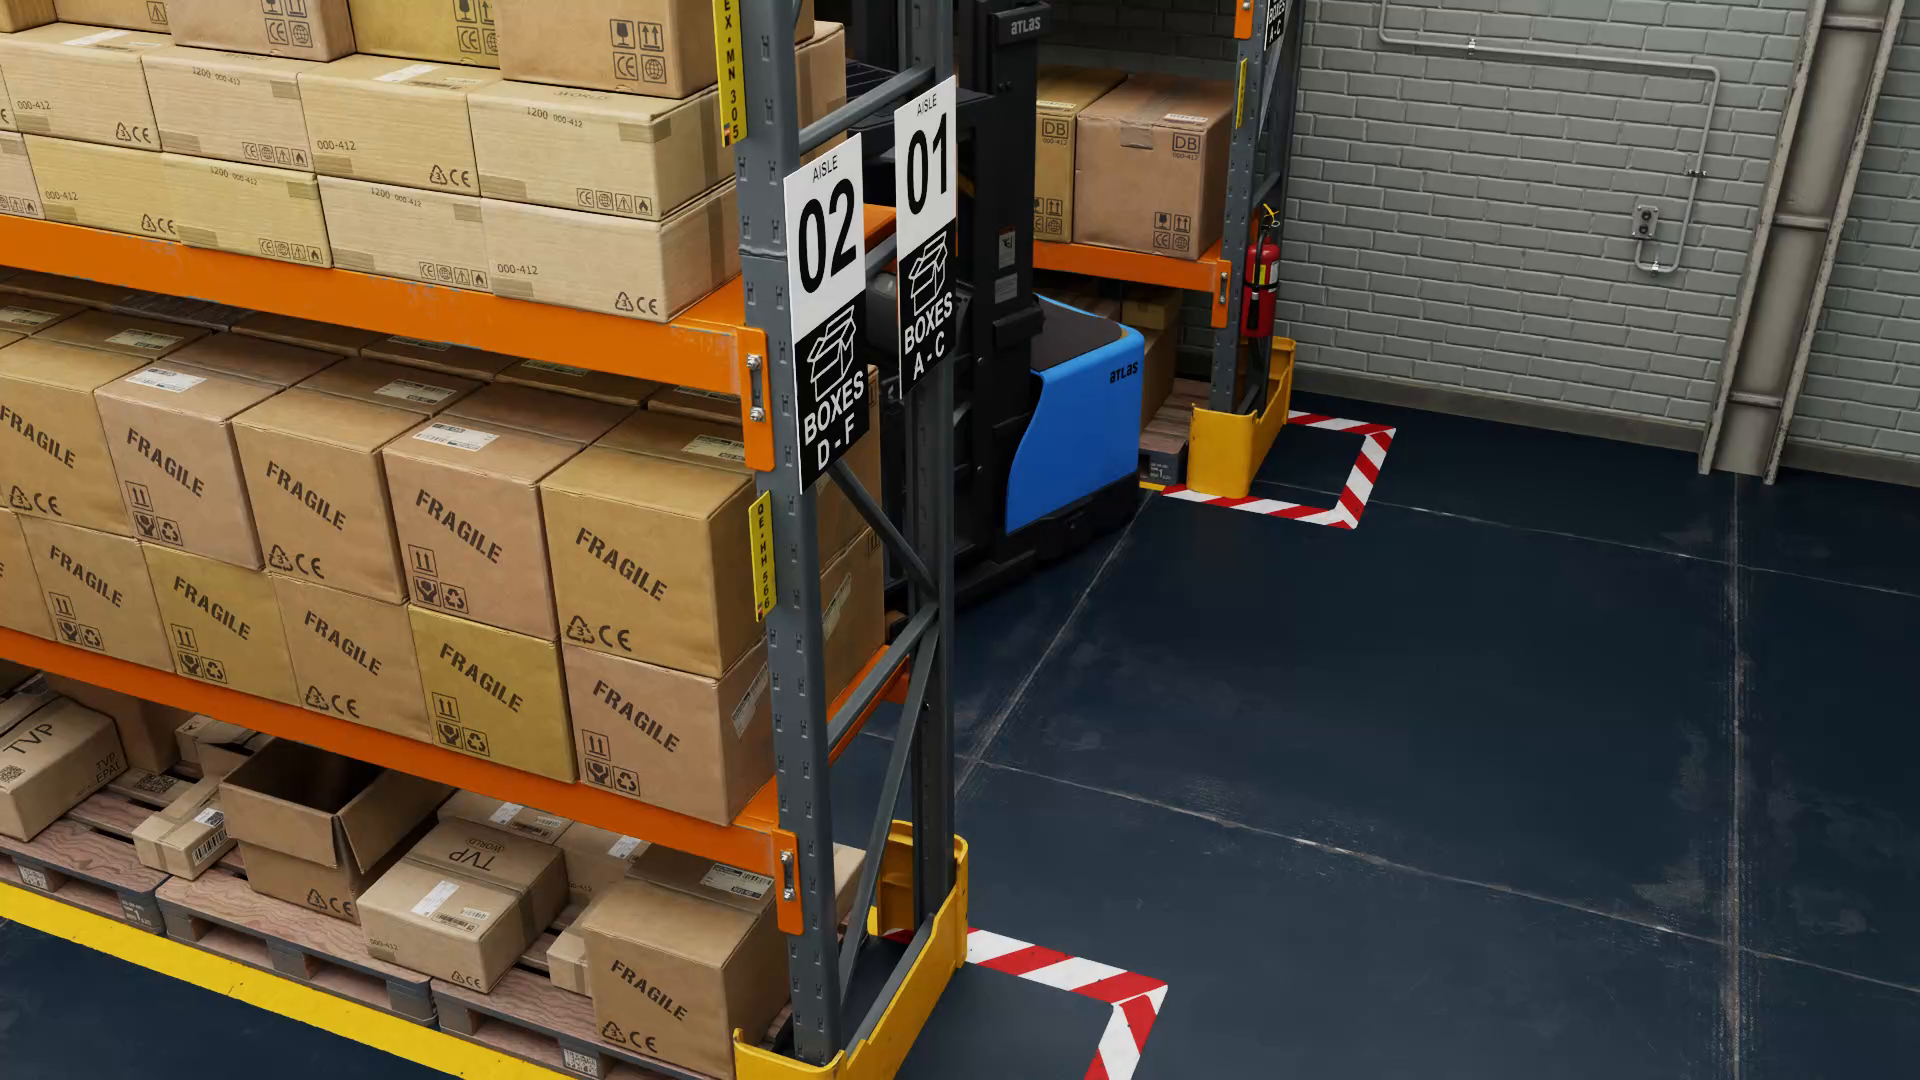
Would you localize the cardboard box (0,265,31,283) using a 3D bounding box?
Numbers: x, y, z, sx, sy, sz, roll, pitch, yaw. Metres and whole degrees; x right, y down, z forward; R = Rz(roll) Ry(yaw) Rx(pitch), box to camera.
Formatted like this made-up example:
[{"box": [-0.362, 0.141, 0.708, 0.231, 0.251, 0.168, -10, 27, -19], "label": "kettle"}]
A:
[{"box": [-3.402, -0.808, 6.014, 0.500, 0.500, 0.500, 11, 31, 19], "label": "cardboard box"}]

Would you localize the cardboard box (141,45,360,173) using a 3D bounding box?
[{"box": [-1.759, -1.188, 4.400, 0.500, 0.250, 0.500, 11, 31, 19], "label": "cardboard box"}]

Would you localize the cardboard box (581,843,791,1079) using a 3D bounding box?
[{"box": [-0.858, 1.344, 5.418, 0.500, 0.500, 0.500, 11, 31, 19], "label": "cardboard box"}]

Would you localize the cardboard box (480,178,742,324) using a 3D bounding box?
[{"box": [-0.837, -0.780, 4.186, 0.500, 0.250, 0.500, 11, 31, 19], "label": "cardboard box"}]

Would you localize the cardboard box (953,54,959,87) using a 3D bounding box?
[{"box": [-0.260, -2.319, 9.500, 0.700, 0.700, 0.980, 10, 31, 17], "label": "cardboard box"}]

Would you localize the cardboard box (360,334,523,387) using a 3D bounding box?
[{"box": [-1.523, -0.434, 5.352, 0.500, 0.500, 0.500, 12, 32, 20], "label": "cardboard box"}]

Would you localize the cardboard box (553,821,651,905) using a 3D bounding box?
[{"box": [-1.122, 1.118, 6.071, 0.500, 0.250, 0.500, 11, 31, 19], "label": "cardboard box"}]

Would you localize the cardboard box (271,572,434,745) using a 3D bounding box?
[{"box": [-1.721, 0.244, 5.169, 0.500, 0.500, 0.500, 12, 31, 20], "label": "cardboard box"}]

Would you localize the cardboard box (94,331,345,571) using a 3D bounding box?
[{"box": [-2.204, -0.283, 5.084, 0.500, 0.500, 0.500, 12, 32, 21], "label": "cardboard box"}]

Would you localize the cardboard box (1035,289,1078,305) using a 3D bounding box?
[{"box": [0.487, -1.273, 9.408, 0.250, 0.149, 0.380, 12, 32, 20], "label": "cardboard box"}]

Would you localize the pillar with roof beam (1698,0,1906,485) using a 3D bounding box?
[{"box": [2.806, -2.368, 3.794, 0.400, 9.000, 9.100, 11, 31, 19], "label": "pillar with roof beam"}]

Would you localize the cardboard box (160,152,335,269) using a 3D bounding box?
[{"box": [-1.764, -0.964, 4.512, 0.500, 0.250, 0.500, 11, 31, 19], "label": "cardboard box"}]

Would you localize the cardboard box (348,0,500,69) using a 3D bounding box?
[{"box": [-1.175, -1.568, 4.310, 0.500, 0.500, 0.700, 11, 31, 19], "label": "cardboard box"}]

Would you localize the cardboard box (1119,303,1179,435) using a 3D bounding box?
[{"box": [0.911, -1.003, 9.589, 0.500, 0.500, 0.700, 11, 31, 19], "label": "cardboard box"}]

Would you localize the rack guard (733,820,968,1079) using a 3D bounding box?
[{"box": [-0.332, 1.509, 5.572, 0.348, 0.500, 1.175, 11, 31, 19], "label": "rack guard"}]

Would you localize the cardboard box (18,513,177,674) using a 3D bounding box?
[{"box": [-2.660, 0.057, 5.499, 0.500, 0.500, 0.500, 11, 31, 19], "label": "cardboard box"}]

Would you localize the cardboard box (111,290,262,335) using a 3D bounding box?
[{"box": [-2.459, -0.621, 5.683, 0.500, 0.500, 0.500, 12, 31, 20], "label": "cardboard box"}]

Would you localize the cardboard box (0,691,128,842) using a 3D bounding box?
[{"box": [-3.660, 0.850, 6.482, 0.500, 0.311, 0.500, 11, 31, 19], "label": "cardboard box"}]

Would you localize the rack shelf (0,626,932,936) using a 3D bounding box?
[{"box": [-2.115, 0.378, 5.763, 4.000, 0.370, 1.077, 11, 31, 19], "label": "rack shelf"}]

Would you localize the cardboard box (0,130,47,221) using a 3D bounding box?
[{"box": [-2.686, -1.155, 4.849, 0.500, 0.250, 0.500, 11, 31, 19], "label": "cardboard box"}]

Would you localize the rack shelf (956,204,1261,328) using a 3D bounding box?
[{"box": [-0.256, -1.881, 9.761, 4.000, 0.370, 1.077, 11, 31, 19], "label": "rack shelf"}]

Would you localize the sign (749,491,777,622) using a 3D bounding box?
[{"box": [-0.489, 0.043, 4.128, 0.005, 0.325, 0.100, 11, 31, 19], "label": "sign"}]

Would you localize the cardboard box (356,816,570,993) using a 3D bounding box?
[{"box": [-1.727, 1.263, 5.814, 0.500, 0.250, 0.500, 11, 31, 19], "label": "cardboard box"}]

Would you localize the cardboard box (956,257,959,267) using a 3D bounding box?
[{"box": [-0.073, -1.587, 9.964, 0.250, 0.149, 0.380, 12, 31, 20], "label": "cardboard box"}]

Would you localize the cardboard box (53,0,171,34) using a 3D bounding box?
[{"box": [-2.107, -1.747, 4.626, 0.500, 0.500, 0.700, 11, 31, 19], "label": "cardboard box"}]

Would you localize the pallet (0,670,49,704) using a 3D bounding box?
[{"box": [-4.736, 0.776, 7.163, 1.213, 0.211, 1.003, 11, 31, 19], "label": "pallet"}]

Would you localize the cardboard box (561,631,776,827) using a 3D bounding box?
[{"box": [-0.779, 0.433, 4.834, 0.500, 0.500, 0.500, 12, 32, 21], "label": "cardboard box"}]

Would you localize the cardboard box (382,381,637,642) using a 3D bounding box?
[{"box": [-1.246, -0.094, 4.750, 0.500, 0.500, 0.500, 12, 32, 20], "label": "cardboard box"}]

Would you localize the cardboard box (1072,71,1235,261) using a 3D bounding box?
[{"box": [1.121, -2.045, 9.014, 0.700, 0.700, 0.980, 13, 32, 21], "label": "cardboard box"}]

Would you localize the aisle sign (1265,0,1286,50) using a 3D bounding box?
[{"box": [1.551, -2.806, 8.024, 0.004, 0.787, 0.394, 11, 31, 19], "label": "aisle sign"}]

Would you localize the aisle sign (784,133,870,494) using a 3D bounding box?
[{"box": [-0.313, -0.544, 4.023, 0.004, 0.787, 0.394, 11, 31, 19], "label": "aisle sign"}]

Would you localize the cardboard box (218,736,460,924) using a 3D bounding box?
[{"box": [-2.225, 0.936, 6.136, 0.637, 0.503, 0.797, 11, 31, 19], "label": "cardboard box"}]

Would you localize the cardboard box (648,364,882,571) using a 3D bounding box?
[{"box": [-0.574, -0.246, 5.019, 0.500, 0.500, 0.500, 12, 32, 21], "label": "cardboard box"}]

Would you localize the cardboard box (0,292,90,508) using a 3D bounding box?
[{"box": [-3.159, -0.473, 5.421, 0.500, 0.500, 0.500, 10, 31, 18], "label": "cardboard box"}]

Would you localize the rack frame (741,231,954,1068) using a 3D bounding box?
[{"box": [-0.261, 0.435, 4.932, 0.127, 3.000, 1.000, 11, 31, 19], "label": "rack frame"}]

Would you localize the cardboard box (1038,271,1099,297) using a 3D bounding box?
[{"box": [0.633, -1.447, 9.715, 0.250, 0.149, 0.380, 11, 31, 19], "label": "cardboard box"}]

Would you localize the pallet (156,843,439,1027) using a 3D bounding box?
[{"box": [-2.198, 1.262, 6.304, 1.213, 0.211, 1.003, 11, 31, 19], "label": "pallet"}]

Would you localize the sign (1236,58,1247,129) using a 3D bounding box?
[{"box": [1.381, -2.187, 8.153, 0.005, 0.325, 0.100, 11, 31, 19], "label": "sign"}]

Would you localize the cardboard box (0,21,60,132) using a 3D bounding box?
[{"box": [-2.688, -1.370, 4.722, 0.500, 0.250, 0.500, 11, 31, 19], "label": "cardboard box"}]

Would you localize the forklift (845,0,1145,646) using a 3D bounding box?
[{"box": [-0.450, -1.061, 7.648, 3.031, 2.935, 1.130, -26, 38, -37], "label": "forklift"}]

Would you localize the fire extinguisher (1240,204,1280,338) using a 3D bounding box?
[{"box": [1.564, -1.390, 8.618, 0.183, 0.674, 0.296, 11, 31, 19], "label": "fire extinguisher"}]

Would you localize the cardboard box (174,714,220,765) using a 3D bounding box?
[{"box": [-2.963, 0.763, 6.802, 0.250, 0.149, 0.380, 11, 31, 19], "label": "cardboard box"}]

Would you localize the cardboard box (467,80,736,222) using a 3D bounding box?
[{"box": [-0.833, -1.002, 4.070, 0.500, 0.250, 0.500, 11, 31, 19], "label": "cardboard box"}]
